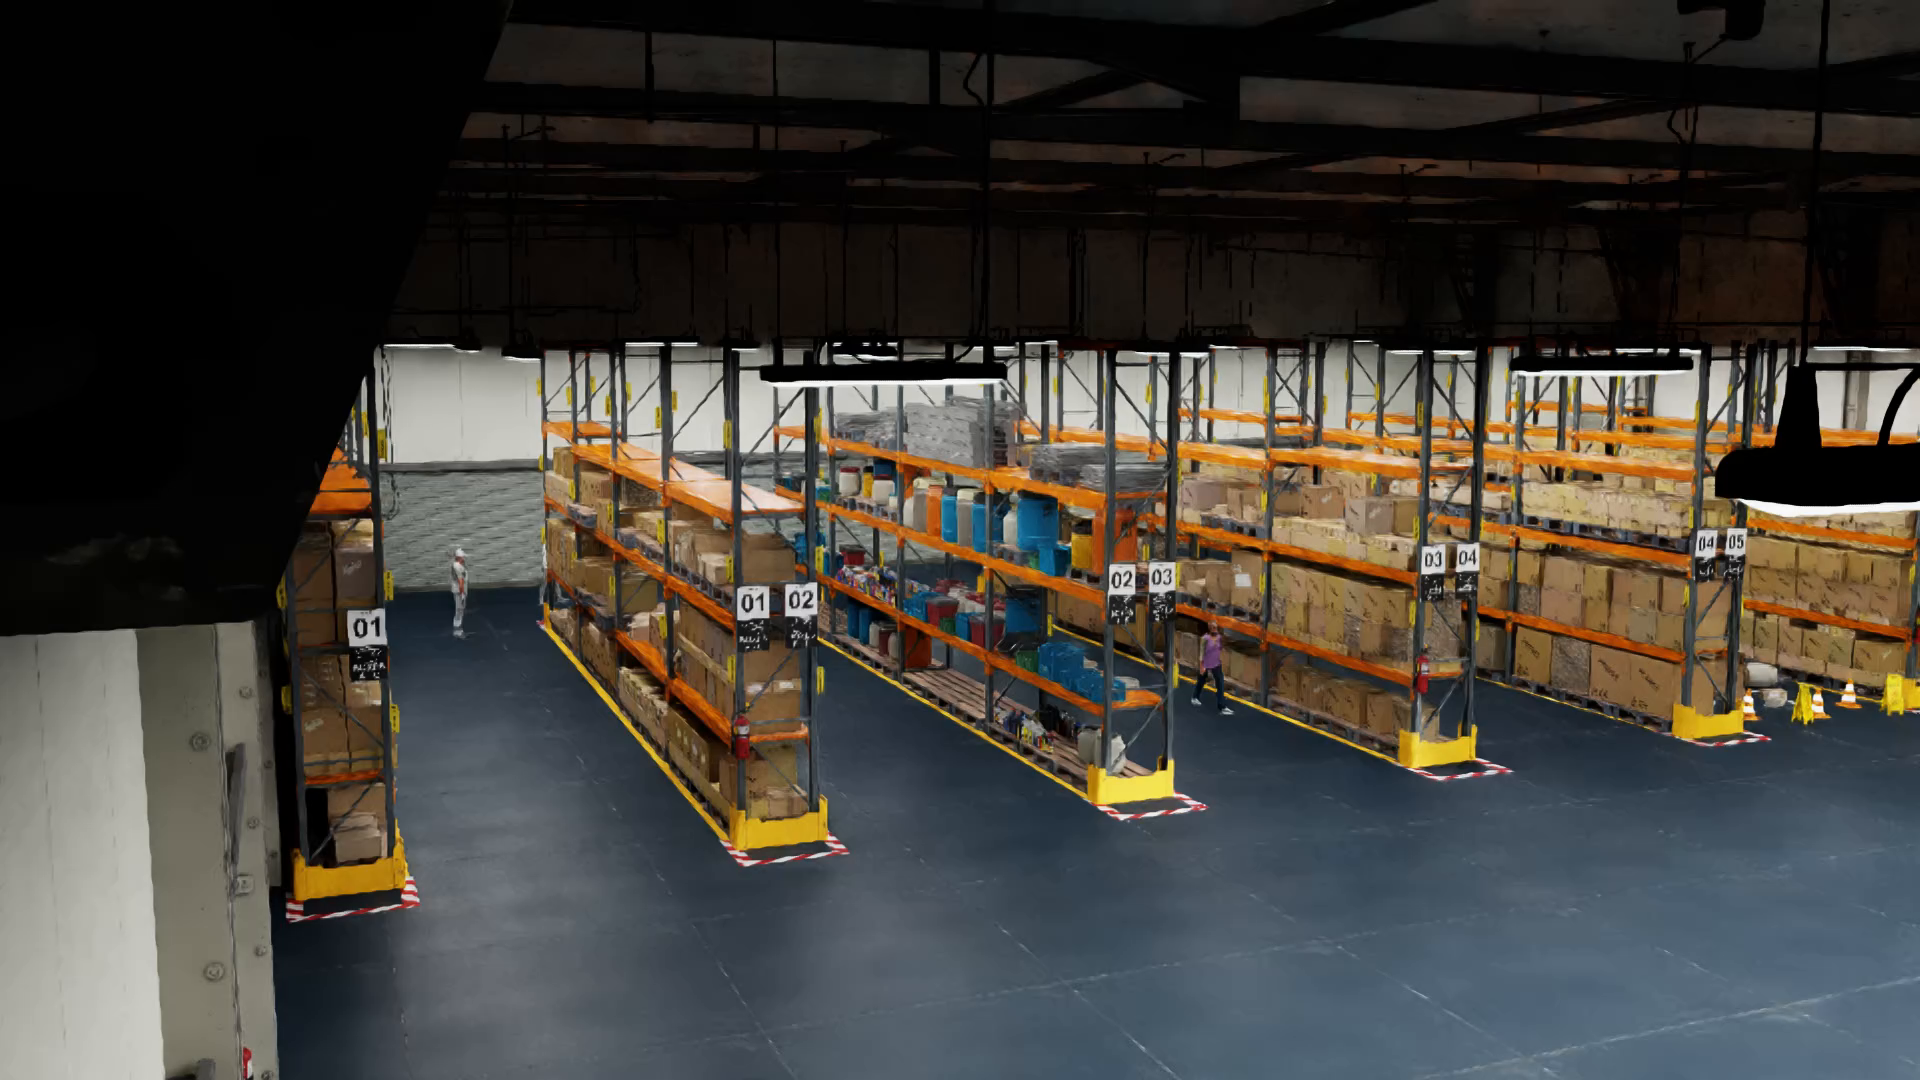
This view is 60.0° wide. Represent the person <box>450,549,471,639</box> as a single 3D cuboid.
[{"bbox_3d":[-10.062,1.075,33.529,0.382,1.789,0.638,-4,8,-27],"label":"person"}]

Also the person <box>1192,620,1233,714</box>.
[{"bbox_3d":[4.086,2.041,27.161,0.416,1.504,1.033,-2,8,-18],"label":"person"}]

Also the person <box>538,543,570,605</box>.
[{"bbox_3d":[-9.230,0.609,37.575,0.552,1.672,0.685,2,8,16],"label":"person"}]
